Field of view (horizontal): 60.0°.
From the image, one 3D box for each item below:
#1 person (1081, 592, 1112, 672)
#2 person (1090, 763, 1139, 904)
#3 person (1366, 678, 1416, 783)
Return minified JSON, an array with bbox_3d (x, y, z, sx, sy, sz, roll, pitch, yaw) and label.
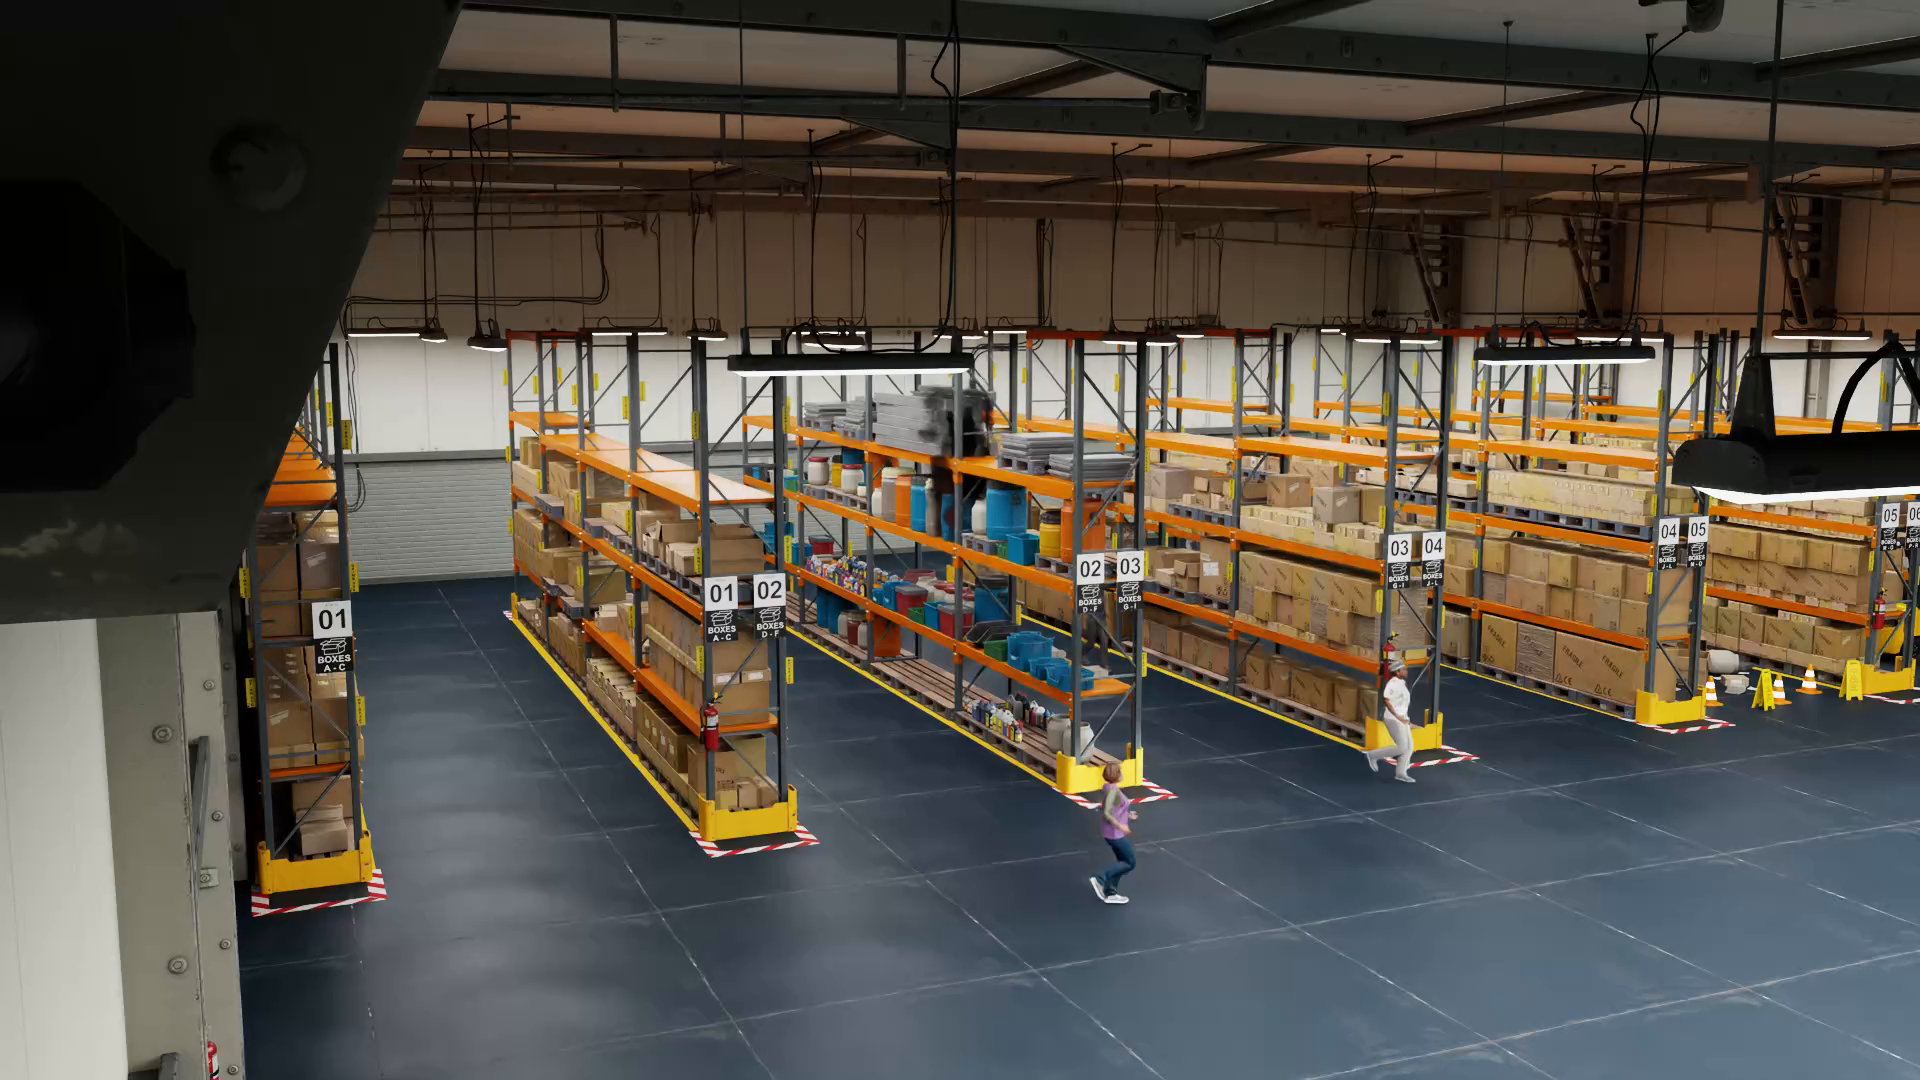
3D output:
[{"bbox_3d":[2.433,1.469,29.592,0.586,1.645,0.891,-4,9,-27],"label":"person"},{"bbox_3d":[1.665,3.194,17.841,0.557,1.461,0.535,-1,8,-5],"label":"person"},{"bbox_3d":[5.938,2.573,22.716,0.678,1.379,0.514,4,9,26],"label":"person"}]
